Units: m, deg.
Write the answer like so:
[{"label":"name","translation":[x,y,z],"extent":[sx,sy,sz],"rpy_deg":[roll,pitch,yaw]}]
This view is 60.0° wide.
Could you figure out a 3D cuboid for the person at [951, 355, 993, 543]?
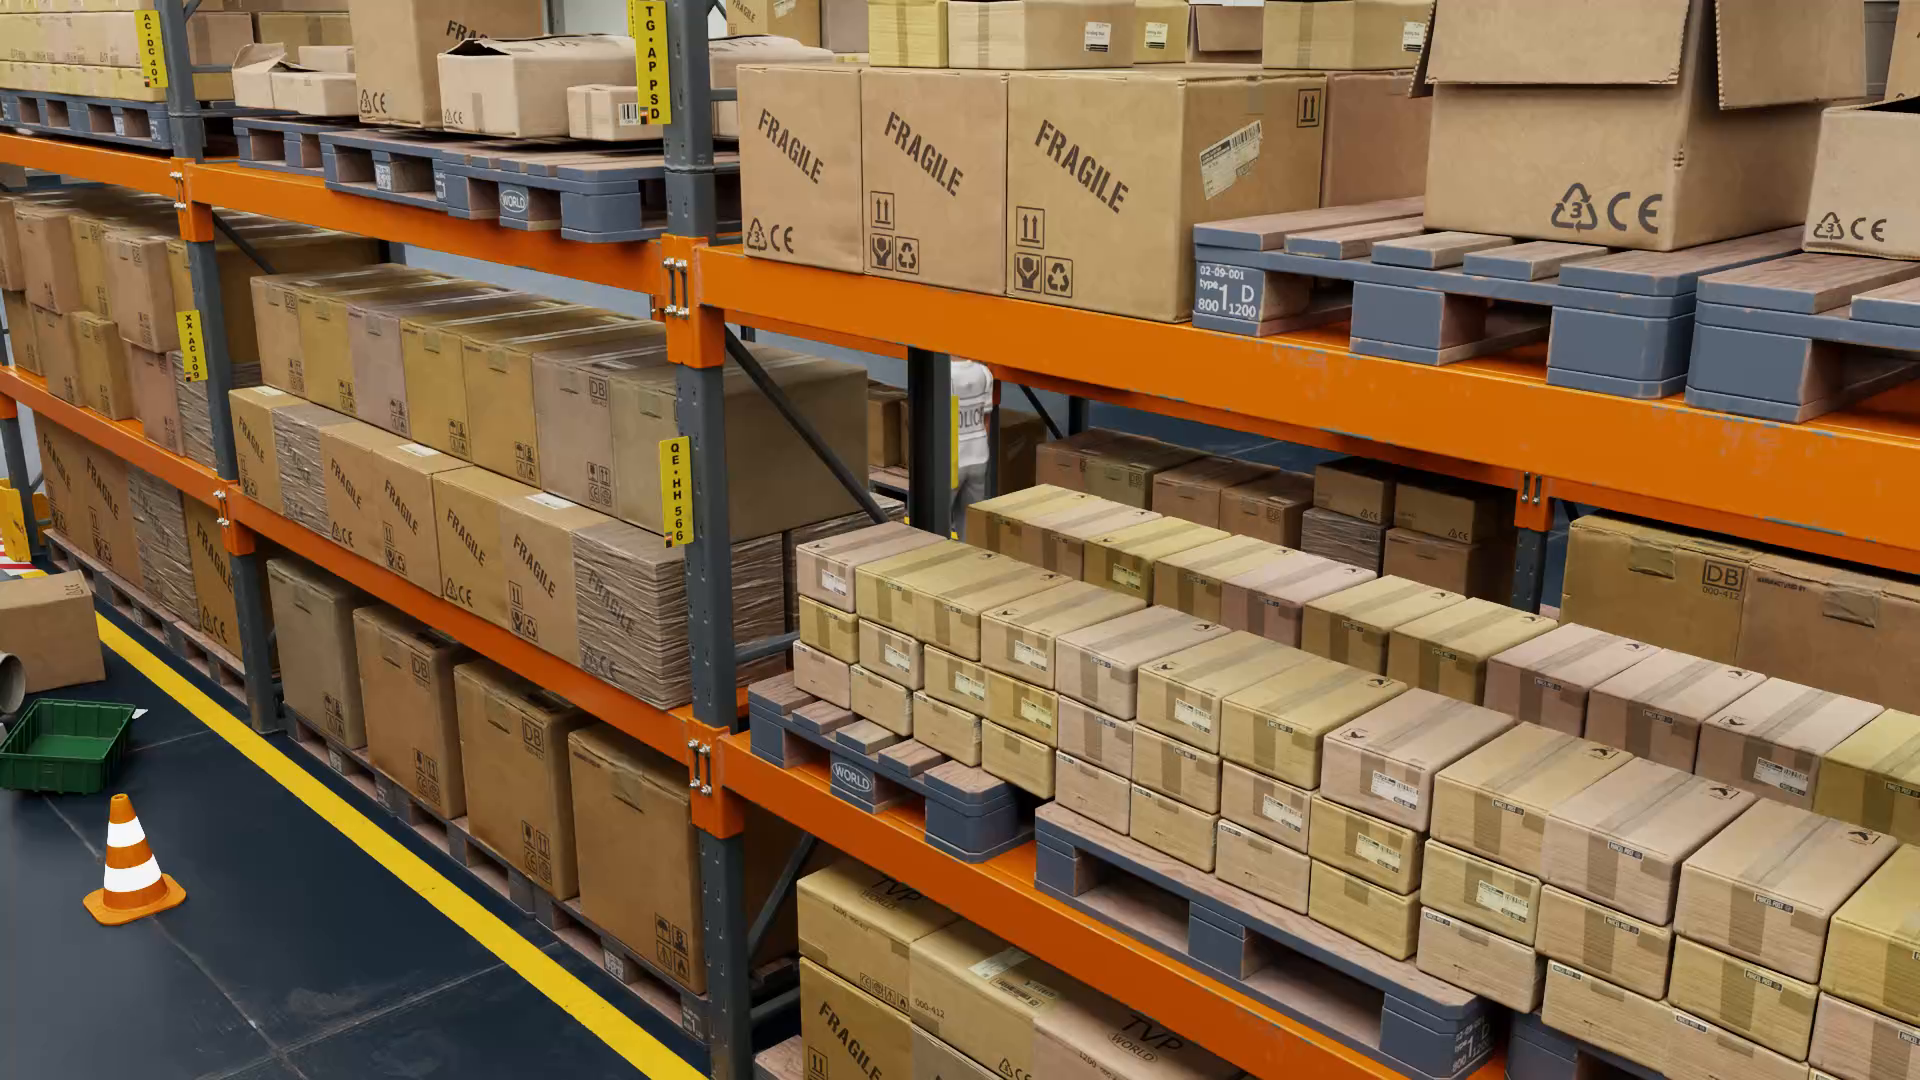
[{"label":"person","translation":[-0.065,-0.462,10.009],"extent":[0.532,1.759,0.412],"rpy_deg":[-15,23,-40]}]
